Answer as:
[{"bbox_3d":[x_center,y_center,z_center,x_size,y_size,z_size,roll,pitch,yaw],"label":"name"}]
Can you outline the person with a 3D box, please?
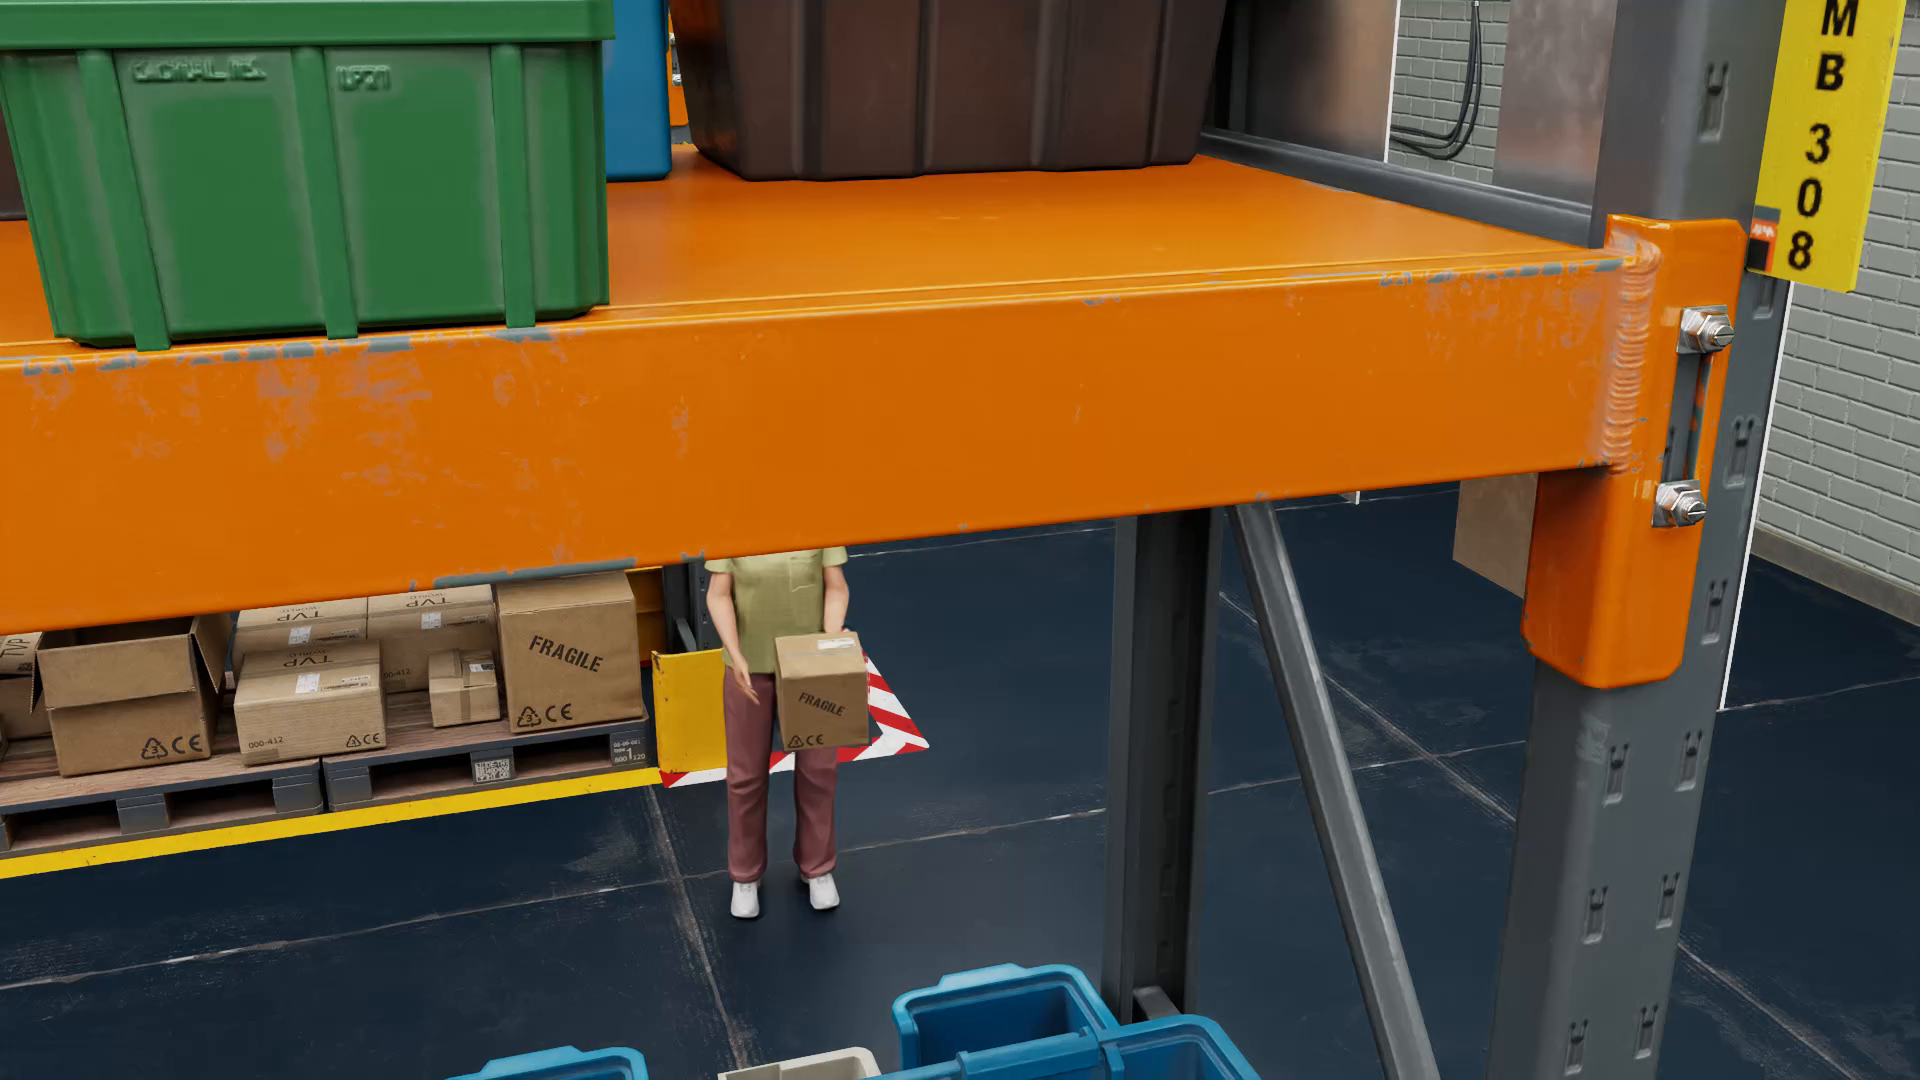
[{"bbox_3d":[-0.575,0.417,5.374,0.468,1.675,0.435,-4,20,-10],"label":"person"}]
